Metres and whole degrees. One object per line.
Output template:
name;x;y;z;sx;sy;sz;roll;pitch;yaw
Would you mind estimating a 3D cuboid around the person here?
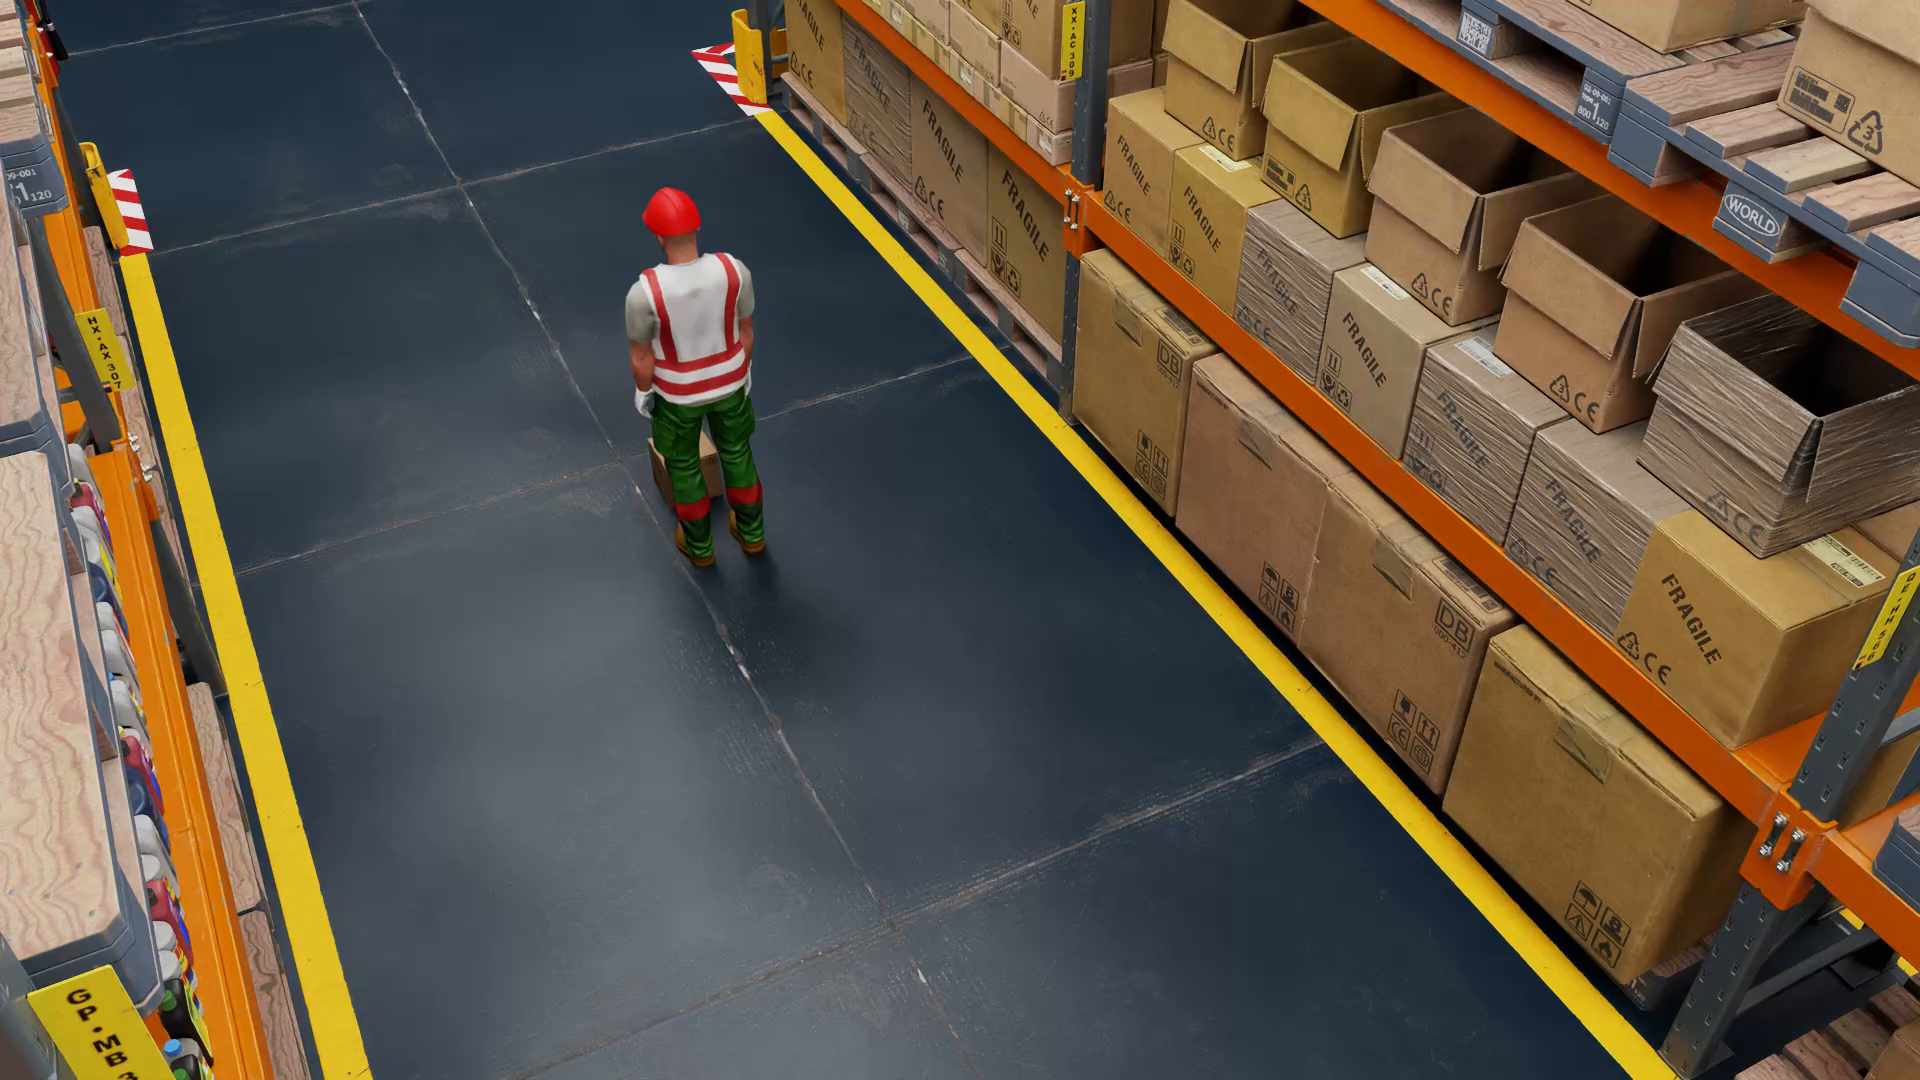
person;-1.091;-0.645;6.892;0.528;1.777;0.351;-18;44;-20
